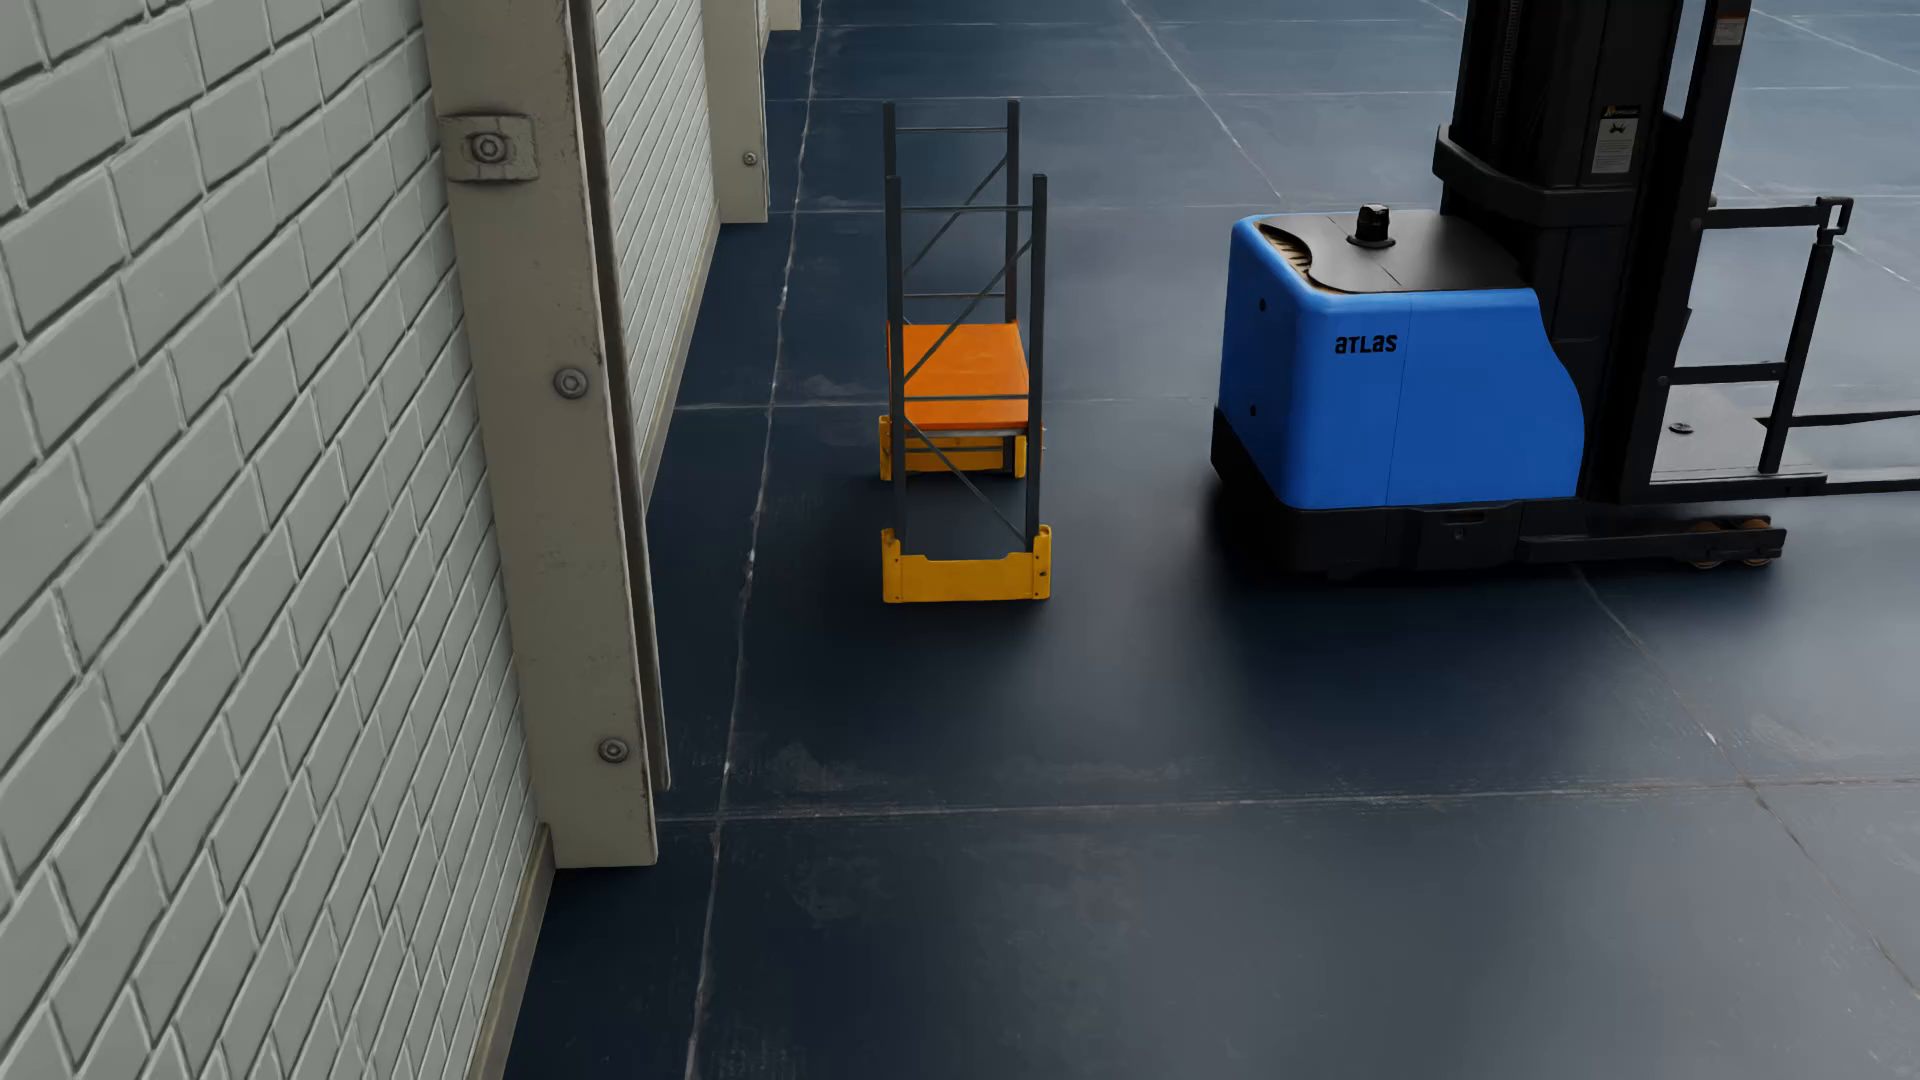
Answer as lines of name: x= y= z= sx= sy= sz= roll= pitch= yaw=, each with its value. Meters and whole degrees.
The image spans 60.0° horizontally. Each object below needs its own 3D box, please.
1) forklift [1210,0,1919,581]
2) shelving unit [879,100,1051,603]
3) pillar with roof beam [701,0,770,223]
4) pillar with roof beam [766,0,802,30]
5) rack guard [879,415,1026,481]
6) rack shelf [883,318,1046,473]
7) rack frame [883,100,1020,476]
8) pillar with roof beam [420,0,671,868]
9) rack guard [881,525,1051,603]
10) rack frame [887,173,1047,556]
forklift: x=2.563 y=-1.436 z=5.833 sx=3.031 sy=2.935 sz=1.130 roll=-3 pitch=28 yaw=-6
shelving unit: x=-0.004 y=-0.700 z=5.971 sx=0.587 sy=1.500 sz=1.083 roll=-1 pitch=28 yaw=-3
pillar with roof beam: x=2.990 y=-6.065 z=8.147 sx=9.100 sy=9.000 sz=0.400 roll=-1 pitch=28 yaw=-3
pillar with roof beam: x=2.677 y=-8.835 z=13.459 sx=9.100 sy=9.000 sz=0.400 roll=-1 pitch=28 yaw=-3
rack guard: x=-0.030 y=-0.376 z=6.701 sx=0.587 sy=0.250 sz=0.087 roll=-1 pitch=28 yaw=-3
rack shelf: x=-0.004 y=-0.545 z=6.062 sx=0.538 sy=0.185 sz=1.000 roll=-1 pitch=28 yaw=-3
rack frame: x=-0.031 y=-0.939 z=6.429 sx=0.500 sy=1.500 sz=0.032 roll=-1 pitch=28 yaw=-3
pillar with roof beam: x=3.303 y=-3.294 z=2.834 sx=9.100 sy=9.000 sz=0.400 roll=-1 pitch=28 yaw=-3
rack guard: x=0.022 y=0.084 z=5.819 sx=0.587 sy=0.250 sz=0.087 roll=-1 pitch=28 yaw=-3
rack frame: x=0.022 y=-0.470 z=5.529 sx=0.500 sy=1.500 sz=0.032 roll=-1 pitch=28 yaw=-3
